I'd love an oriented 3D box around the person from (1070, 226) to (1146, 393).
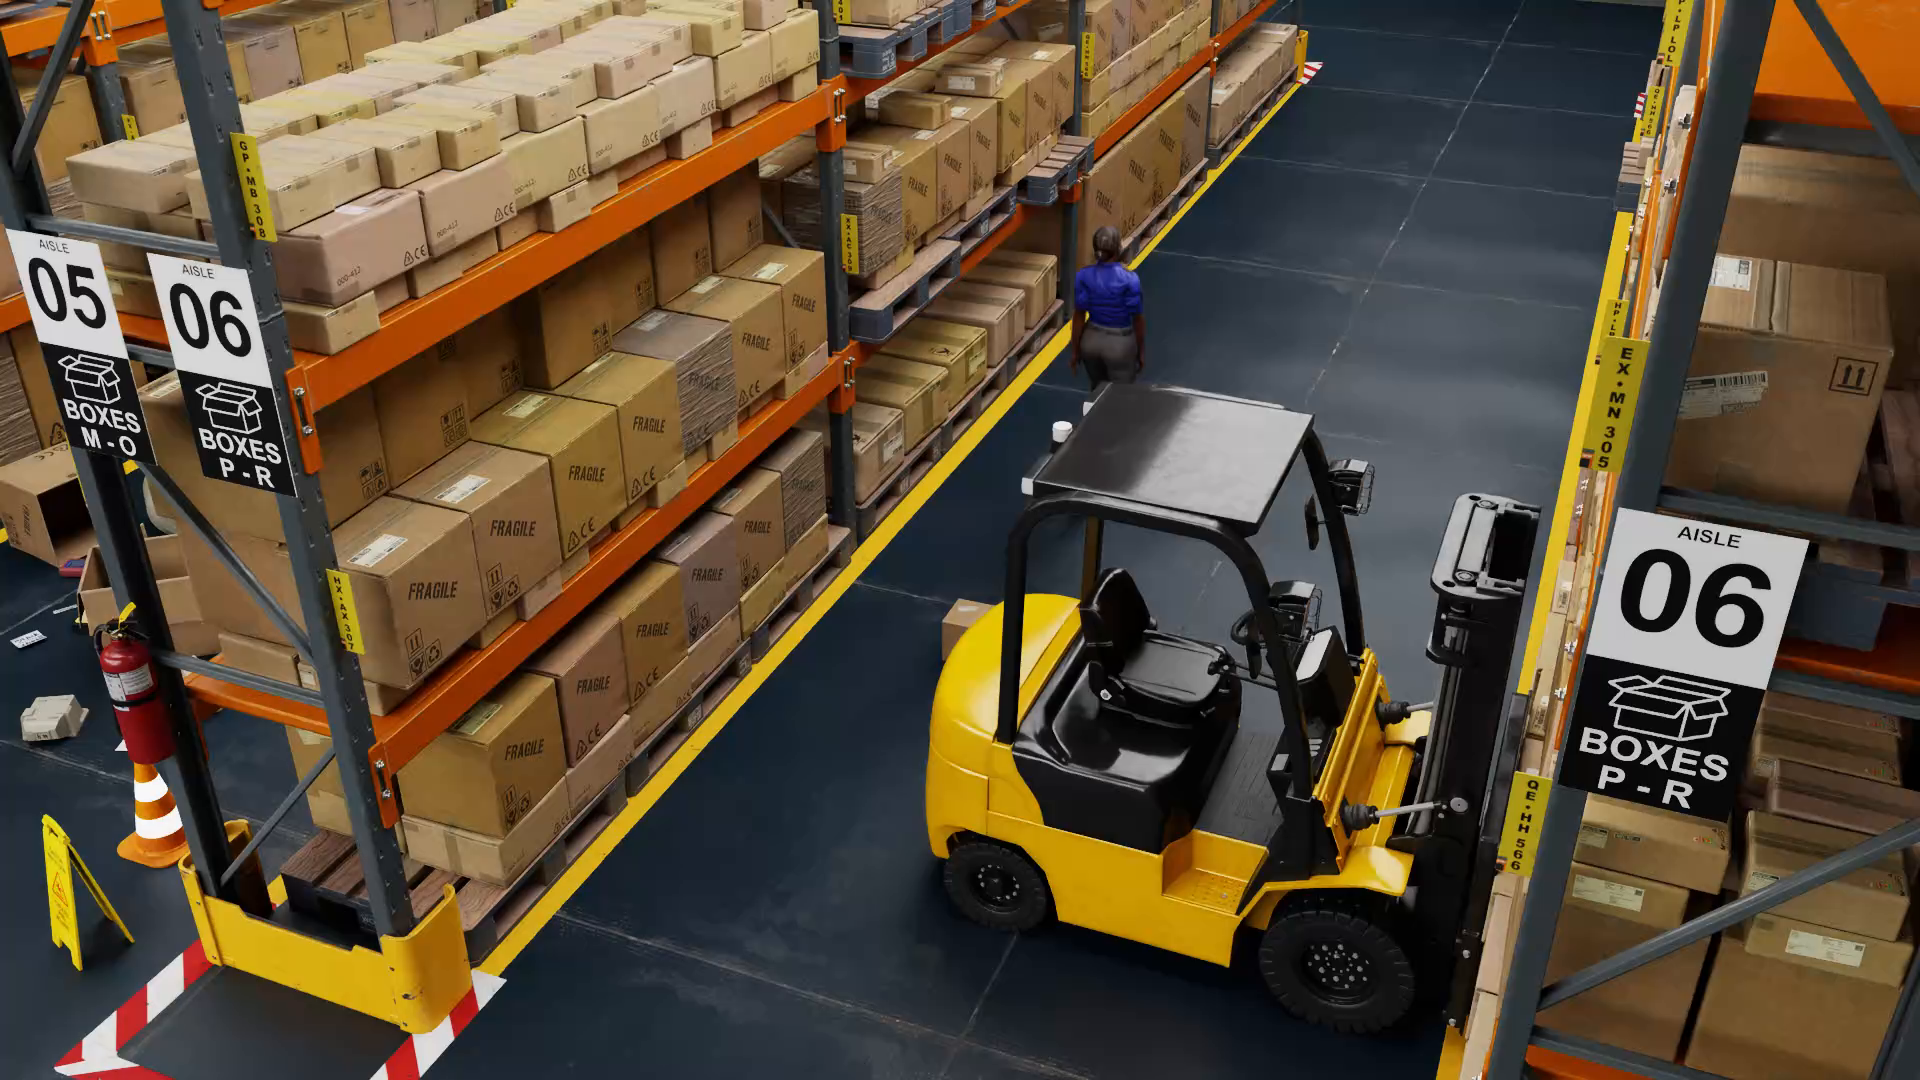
[{"bbox_3d":[0.926,-1.198,10.468,0.462,1.612,0.813,12,32,20],"label":"person"}]
